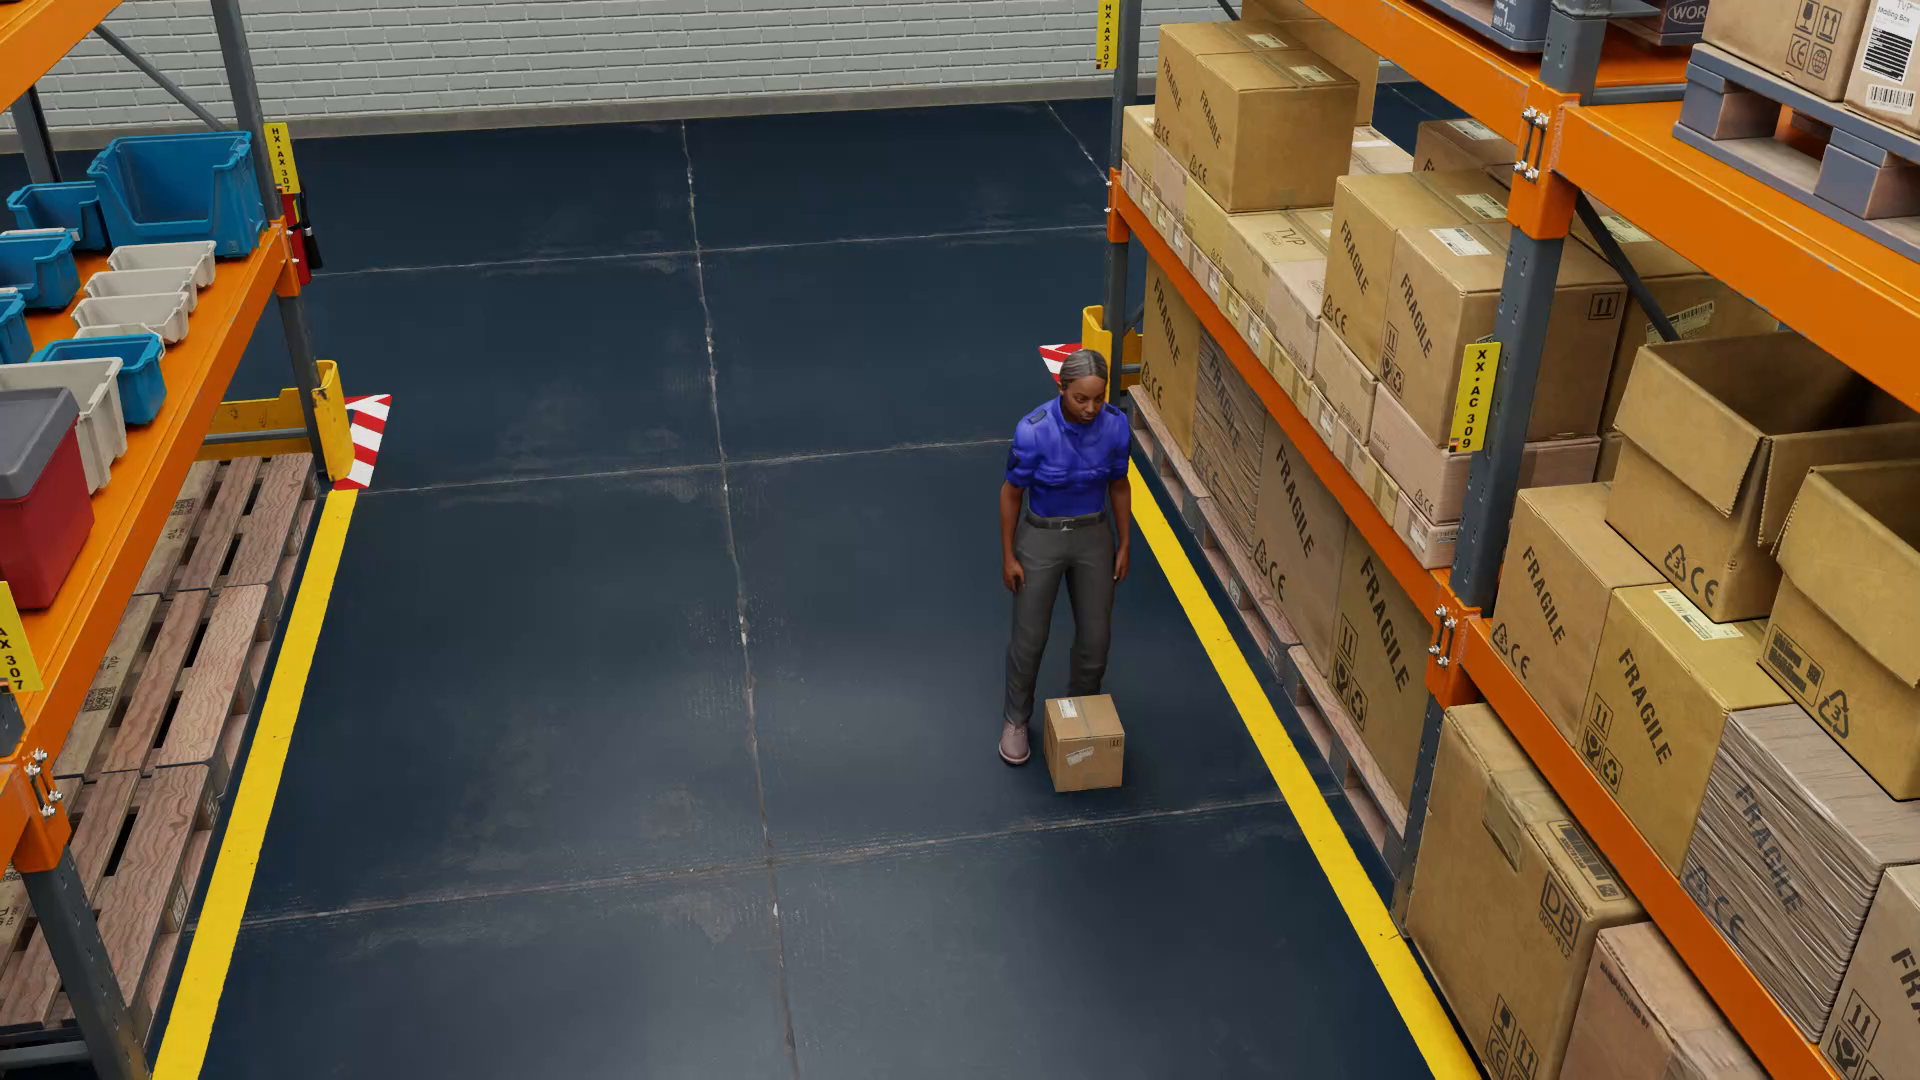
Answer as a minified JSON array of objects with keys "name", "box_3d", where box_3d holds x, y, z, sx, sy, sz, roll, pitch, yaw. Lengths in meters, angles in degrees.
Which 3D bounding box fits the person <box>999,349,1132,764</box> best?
[{"name":"person","box_3d":[0.373,0.043,6.065,0.493,1.654,0.346,-6,31,-10]}]
